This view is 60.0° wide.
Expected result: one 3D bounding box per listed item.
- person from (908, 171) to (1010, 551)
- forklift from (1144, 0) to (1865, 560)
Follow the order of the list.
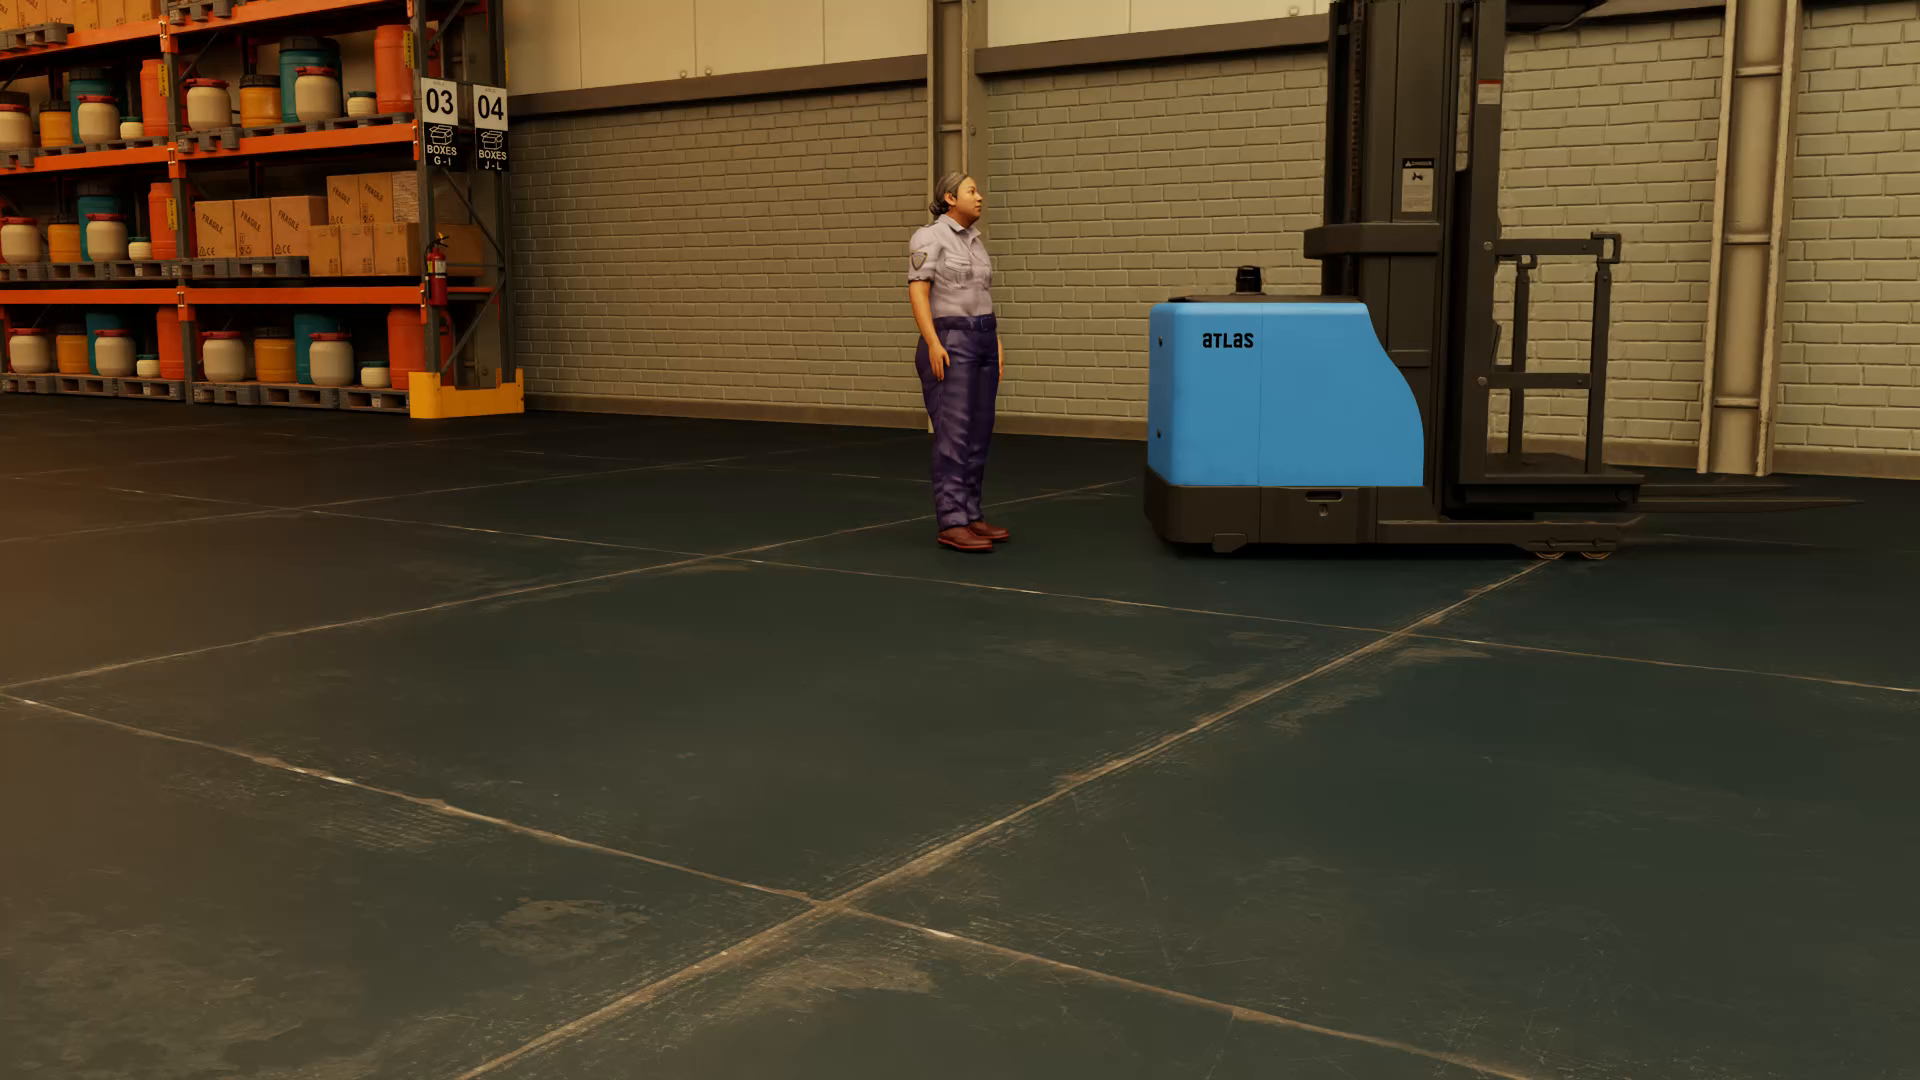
[{"bbox_3d":[0.062,-0.813,7.418,0.502,1.651,0.598,5,10,34],"label":"person"},{"bbox_3d":[2.395,-1.441,7.325,3.031,2.935,1.130,0,8,0],"label":"forklift"}]
